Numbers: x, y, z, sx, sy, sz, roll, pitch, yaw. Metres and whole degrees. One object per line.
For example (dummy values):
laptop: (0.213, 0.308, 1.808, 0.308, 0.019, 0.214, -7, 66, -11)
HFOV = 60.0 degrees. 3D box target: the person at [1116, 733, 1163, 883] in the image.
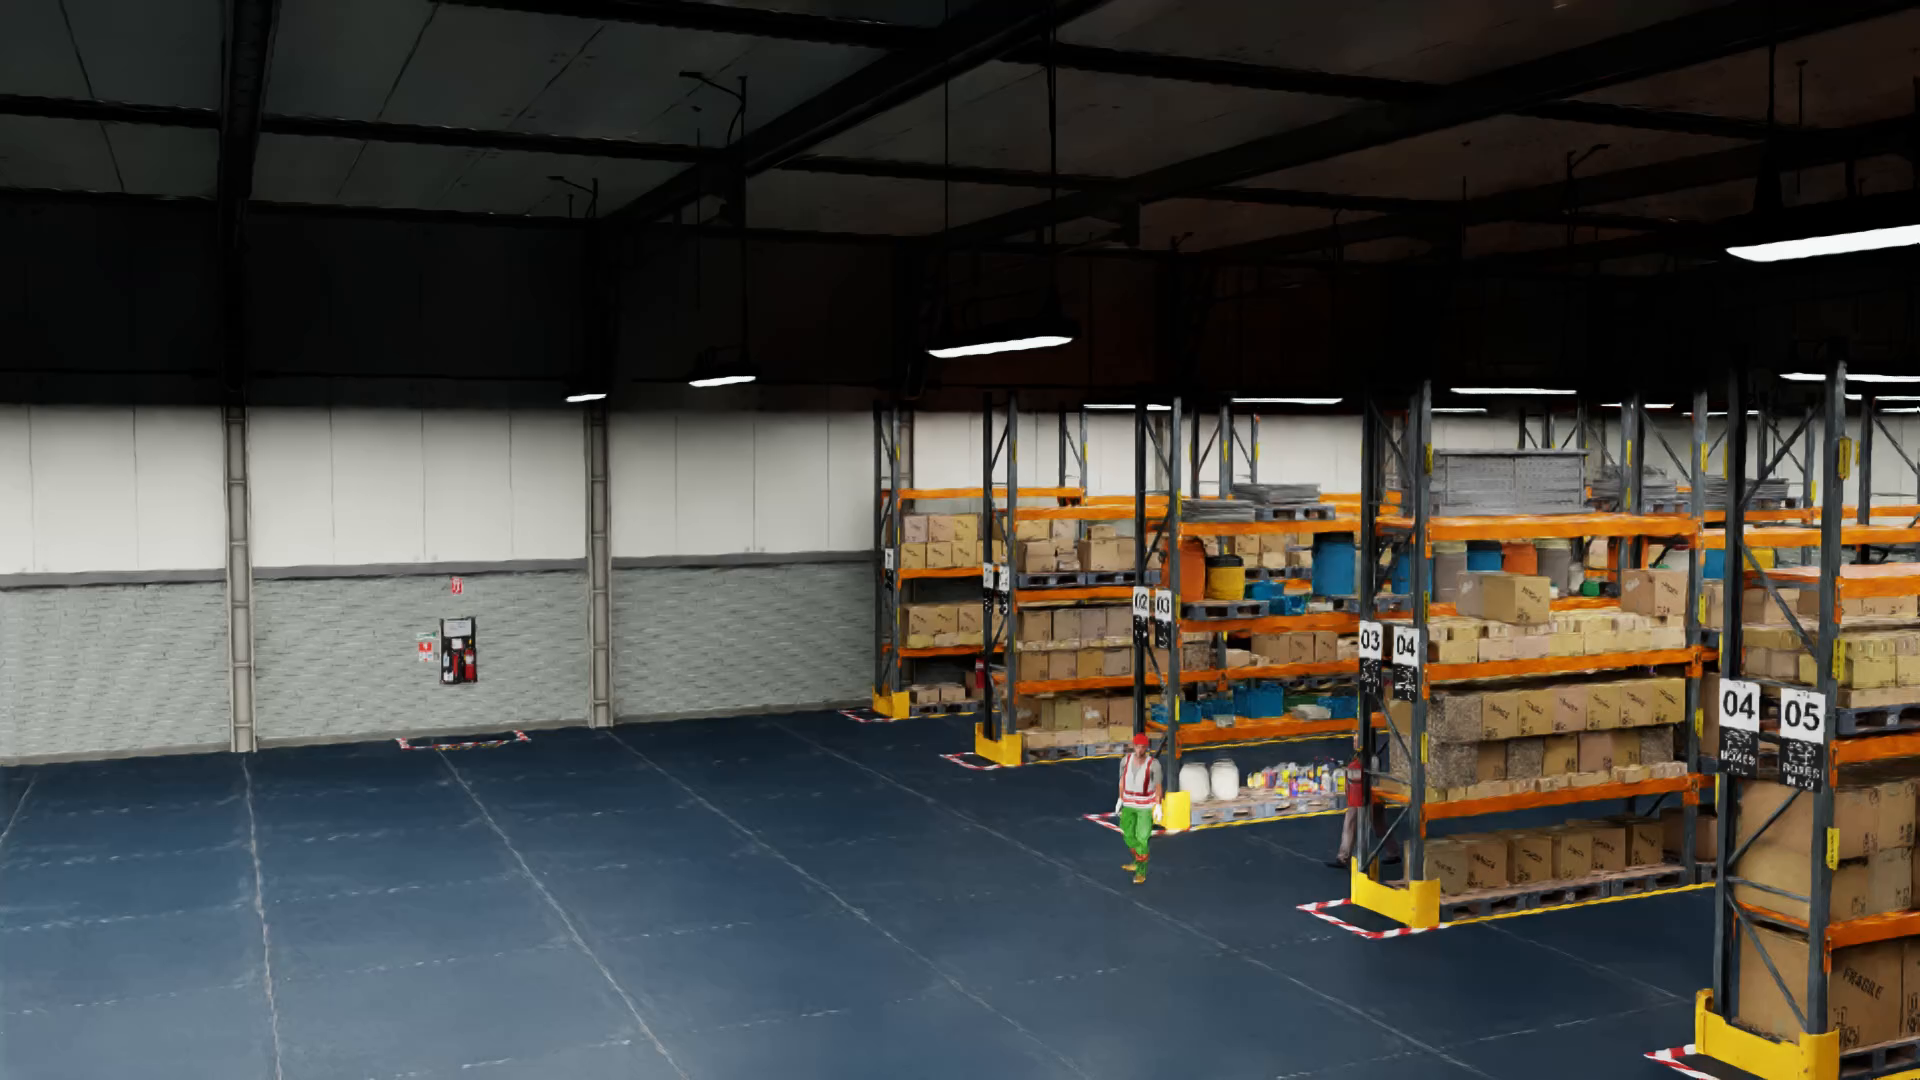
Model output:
person: (2.138, 3.135, 19.686, 0.586, 1.776, 0.576, 2, 4, 31)

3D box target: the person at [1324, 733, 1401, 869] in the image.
person: (4.915, 3.157, 20.131, 1.029, 1.673, 0.555, -2, 4, -25)
